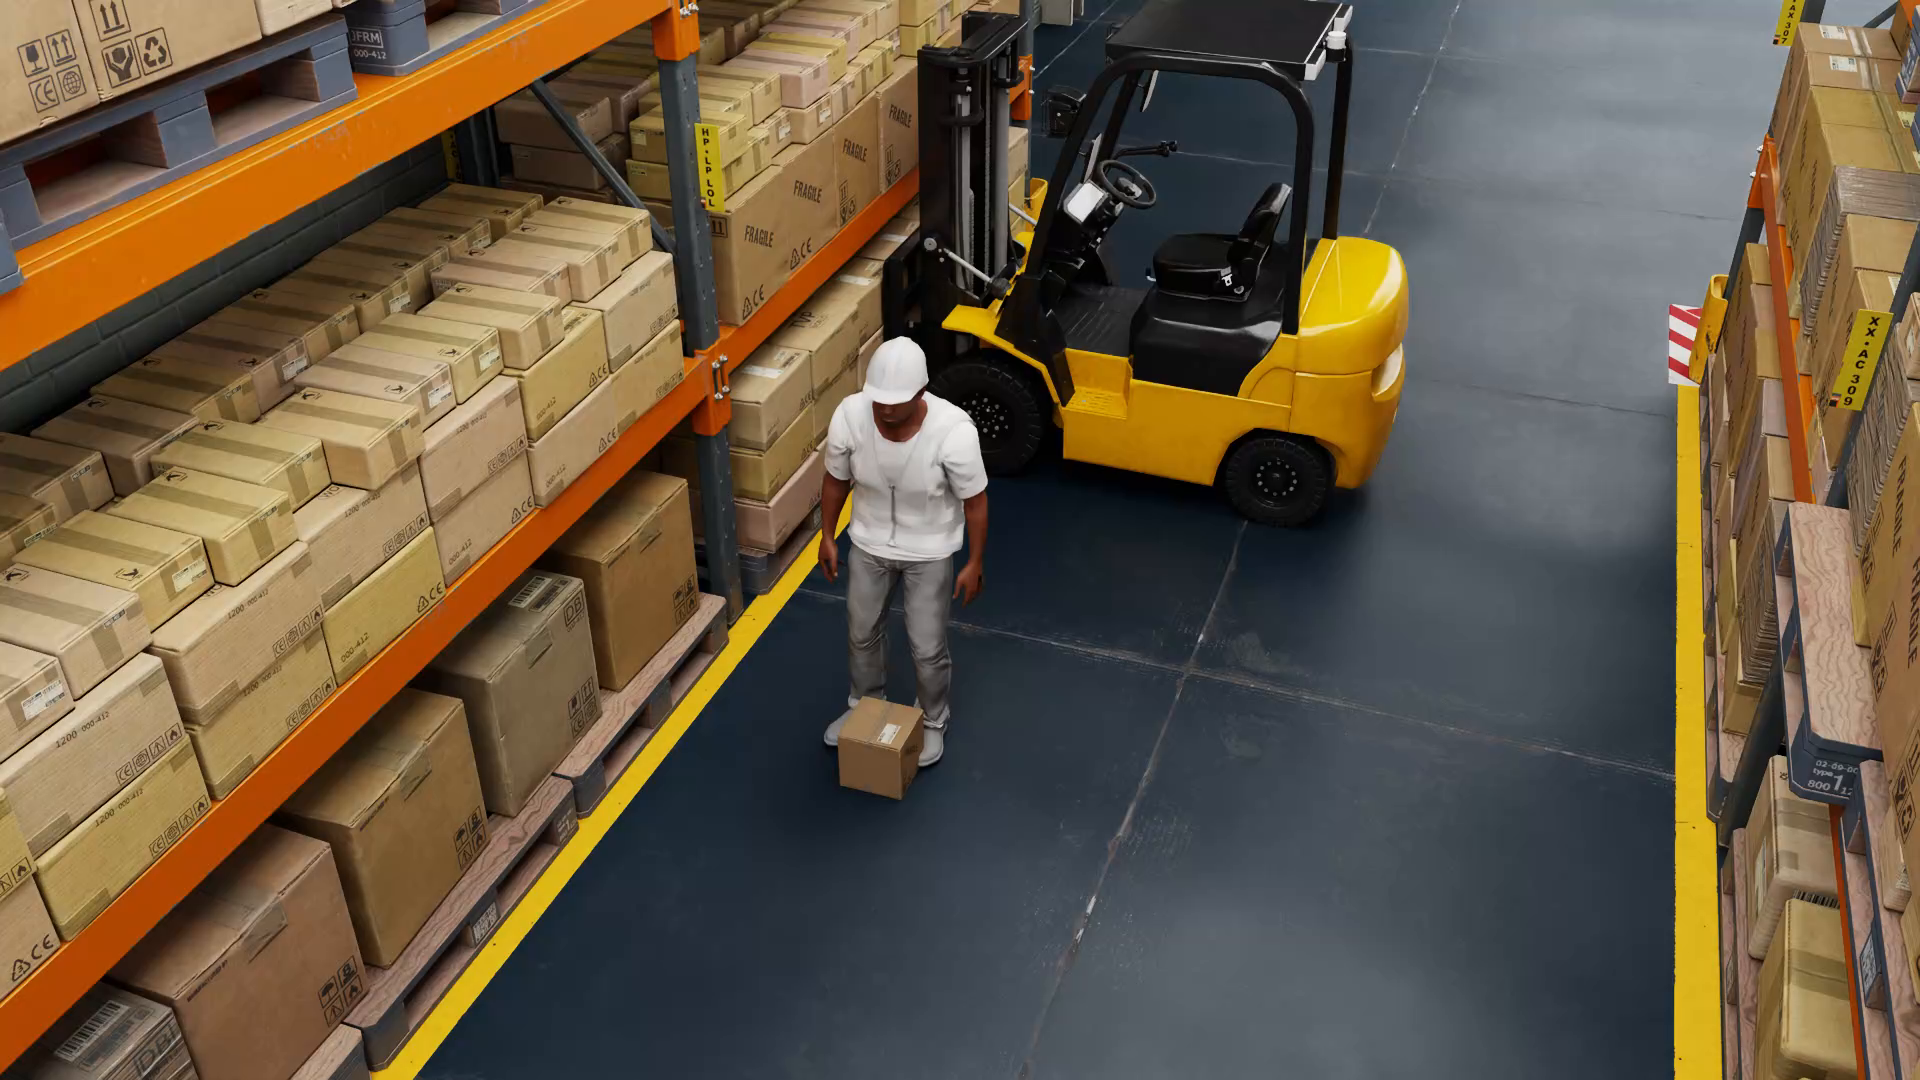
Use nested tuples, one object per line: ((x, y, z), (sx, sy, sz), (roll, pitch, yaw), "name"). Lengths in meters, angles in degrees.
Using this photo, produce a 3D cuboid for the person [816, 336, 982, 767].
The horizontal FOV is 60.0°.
((-0.232, 0.040, 6.062), (0.627, 1.761, 0.460), (12, 35, 18), "person")
